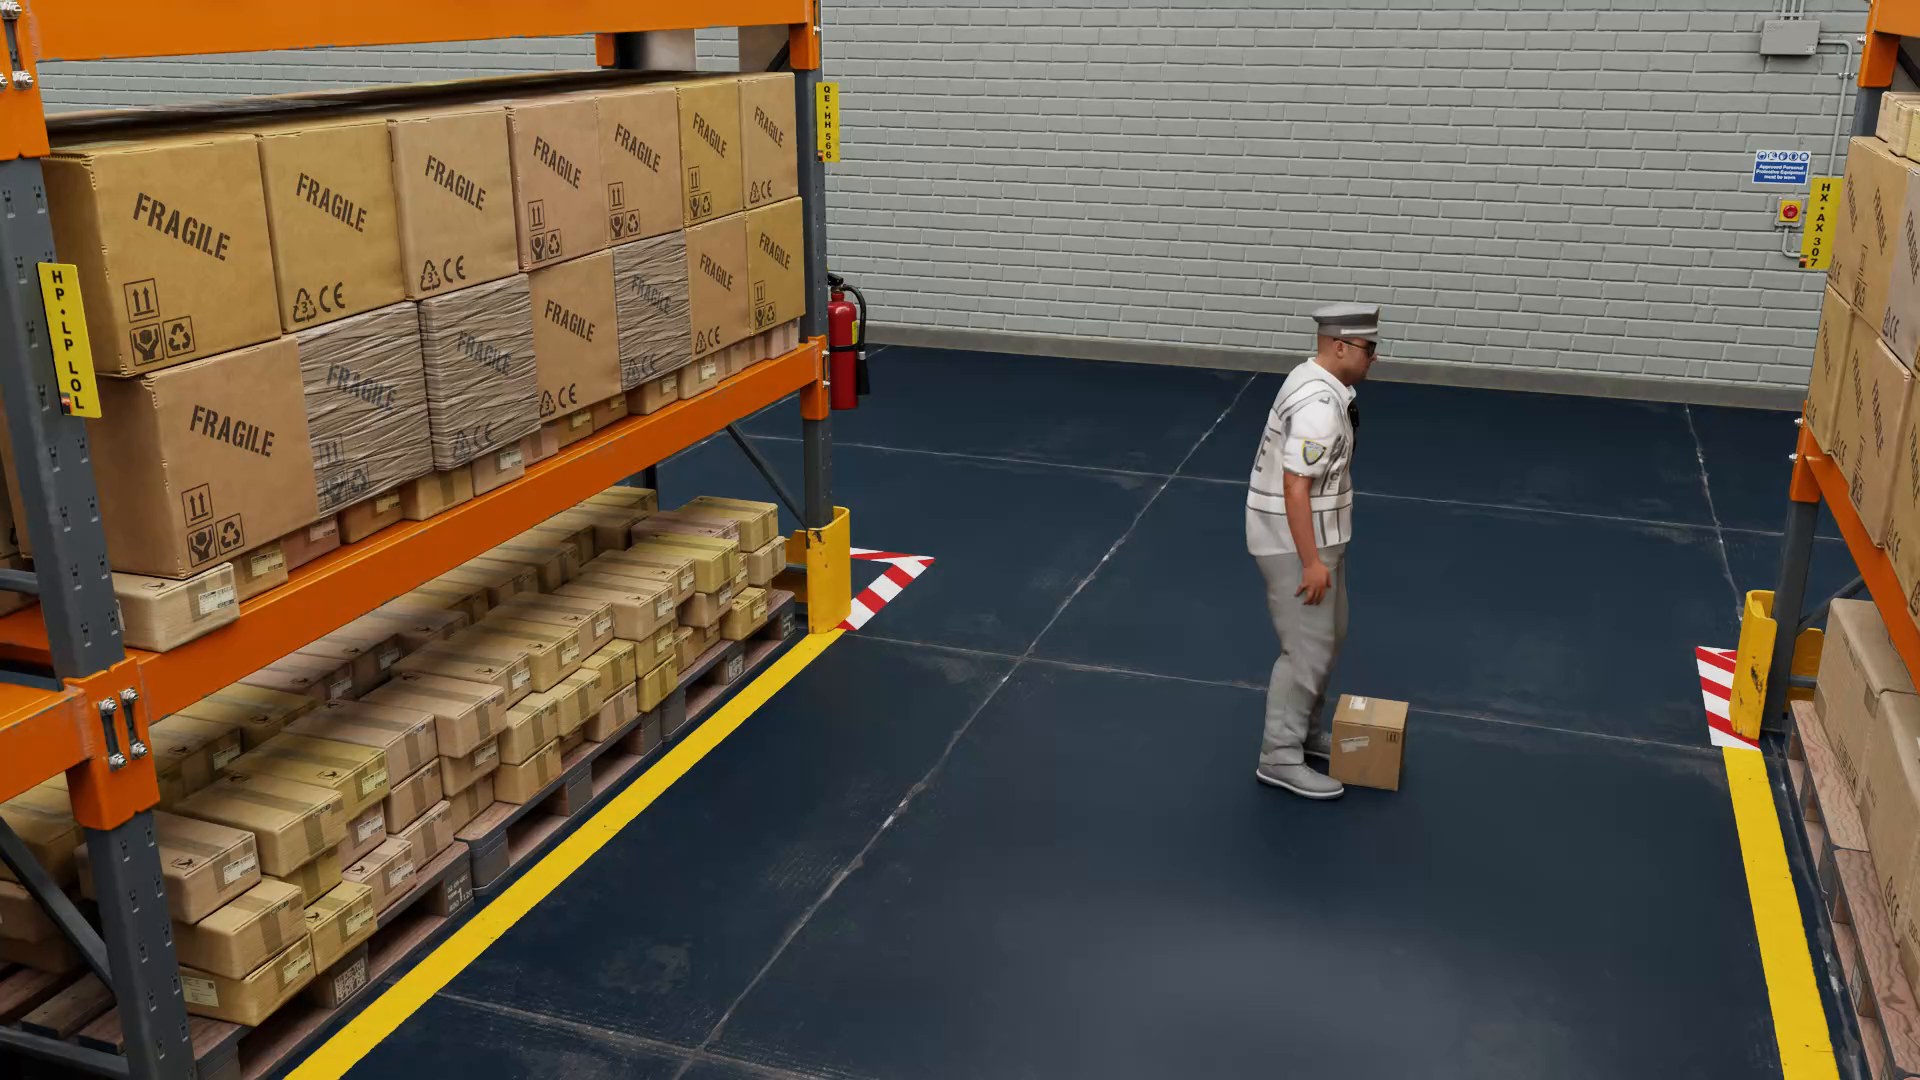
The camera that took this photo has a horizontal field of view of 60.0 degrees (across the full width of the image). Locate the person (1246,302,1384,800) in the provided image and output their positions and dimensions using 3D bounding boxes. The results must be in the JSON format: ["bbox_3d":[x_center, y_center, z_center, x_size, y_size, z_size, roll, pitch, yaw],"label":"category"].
[{"bbox_3d":[1.274,0.013,6.012,0.480,1.747,0.597,5,19,15],"label":"person"}]
